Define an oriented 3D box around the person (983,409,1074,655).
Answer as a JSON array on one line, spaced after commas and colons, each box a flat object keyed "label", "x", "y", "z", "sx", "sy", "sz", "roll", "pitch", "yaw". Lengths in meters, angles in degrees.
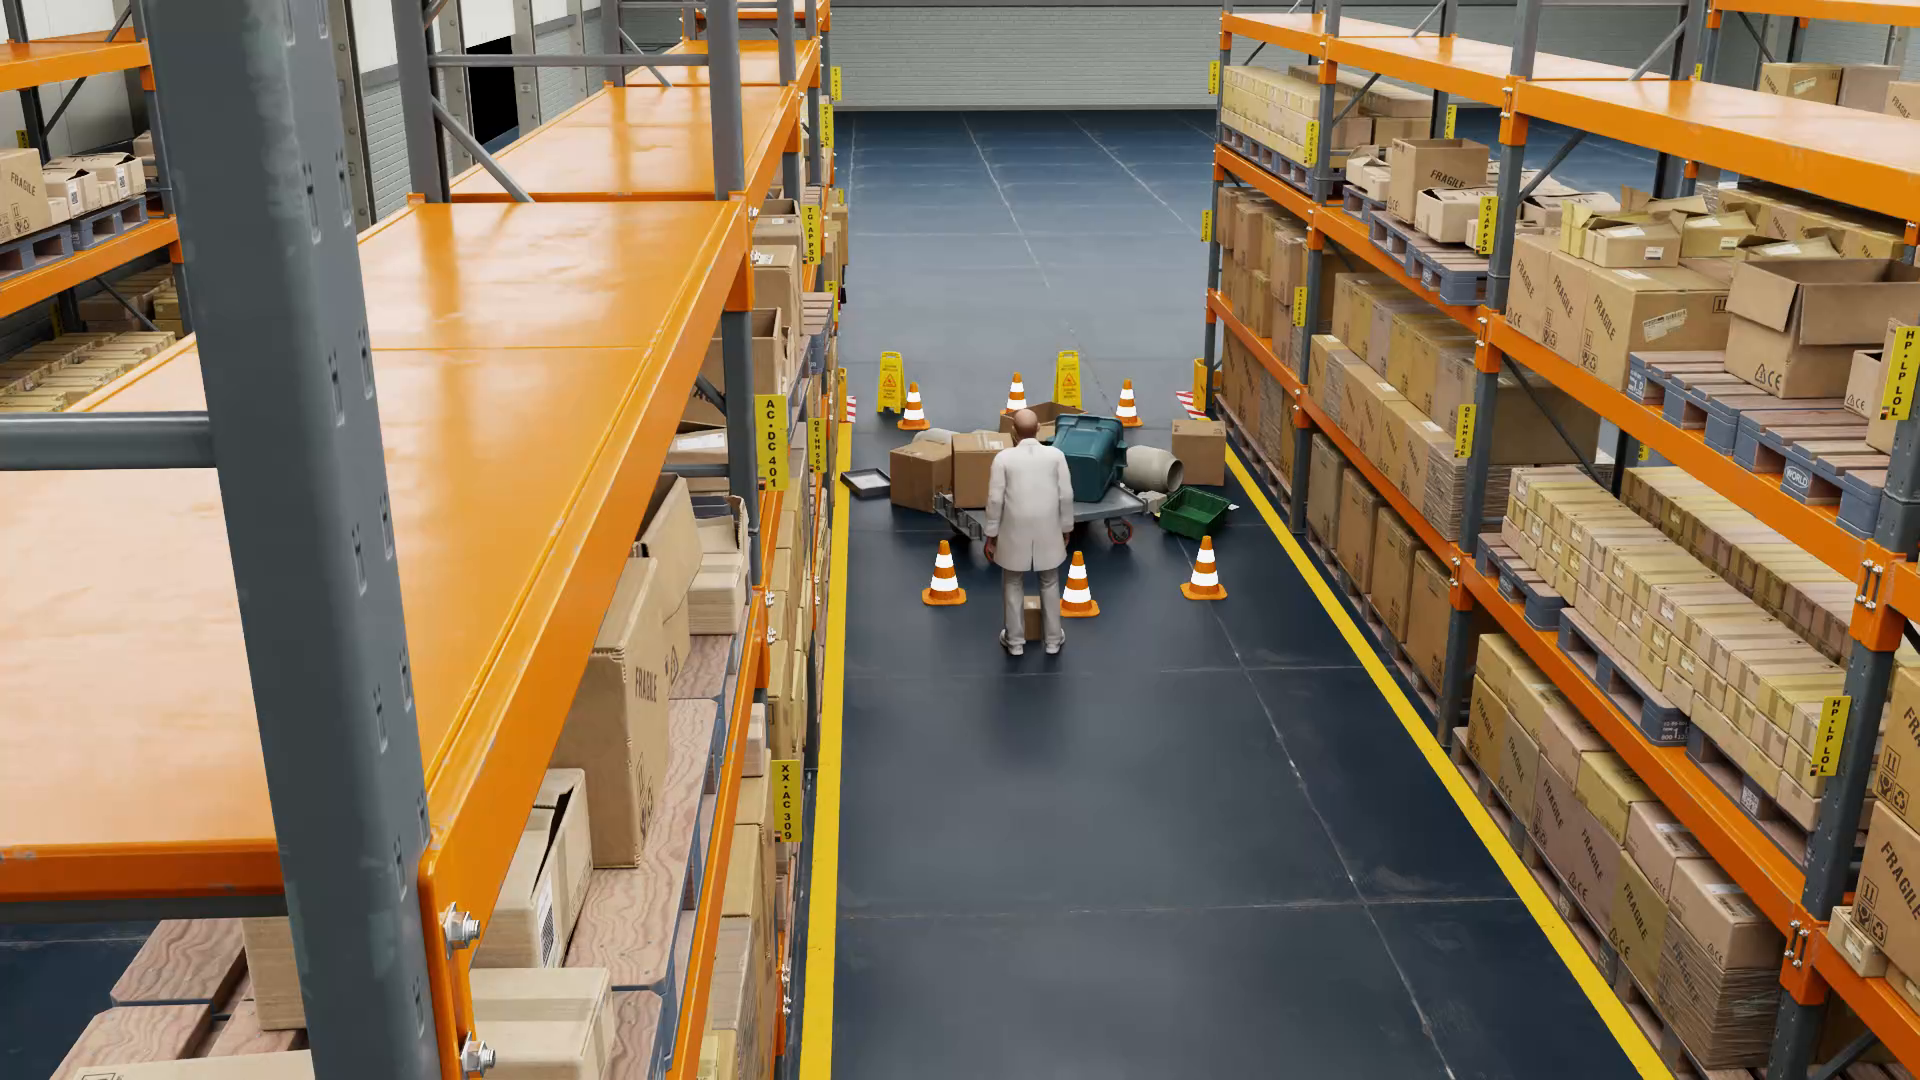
[{"label": "person", "x": 0.483, "y": -0.054, "z": 11.748, "sx": 0.647, "sy": 1.772, "sz": 0.429, "roll": -2, "pitch": 20, "yaw": -6}]
